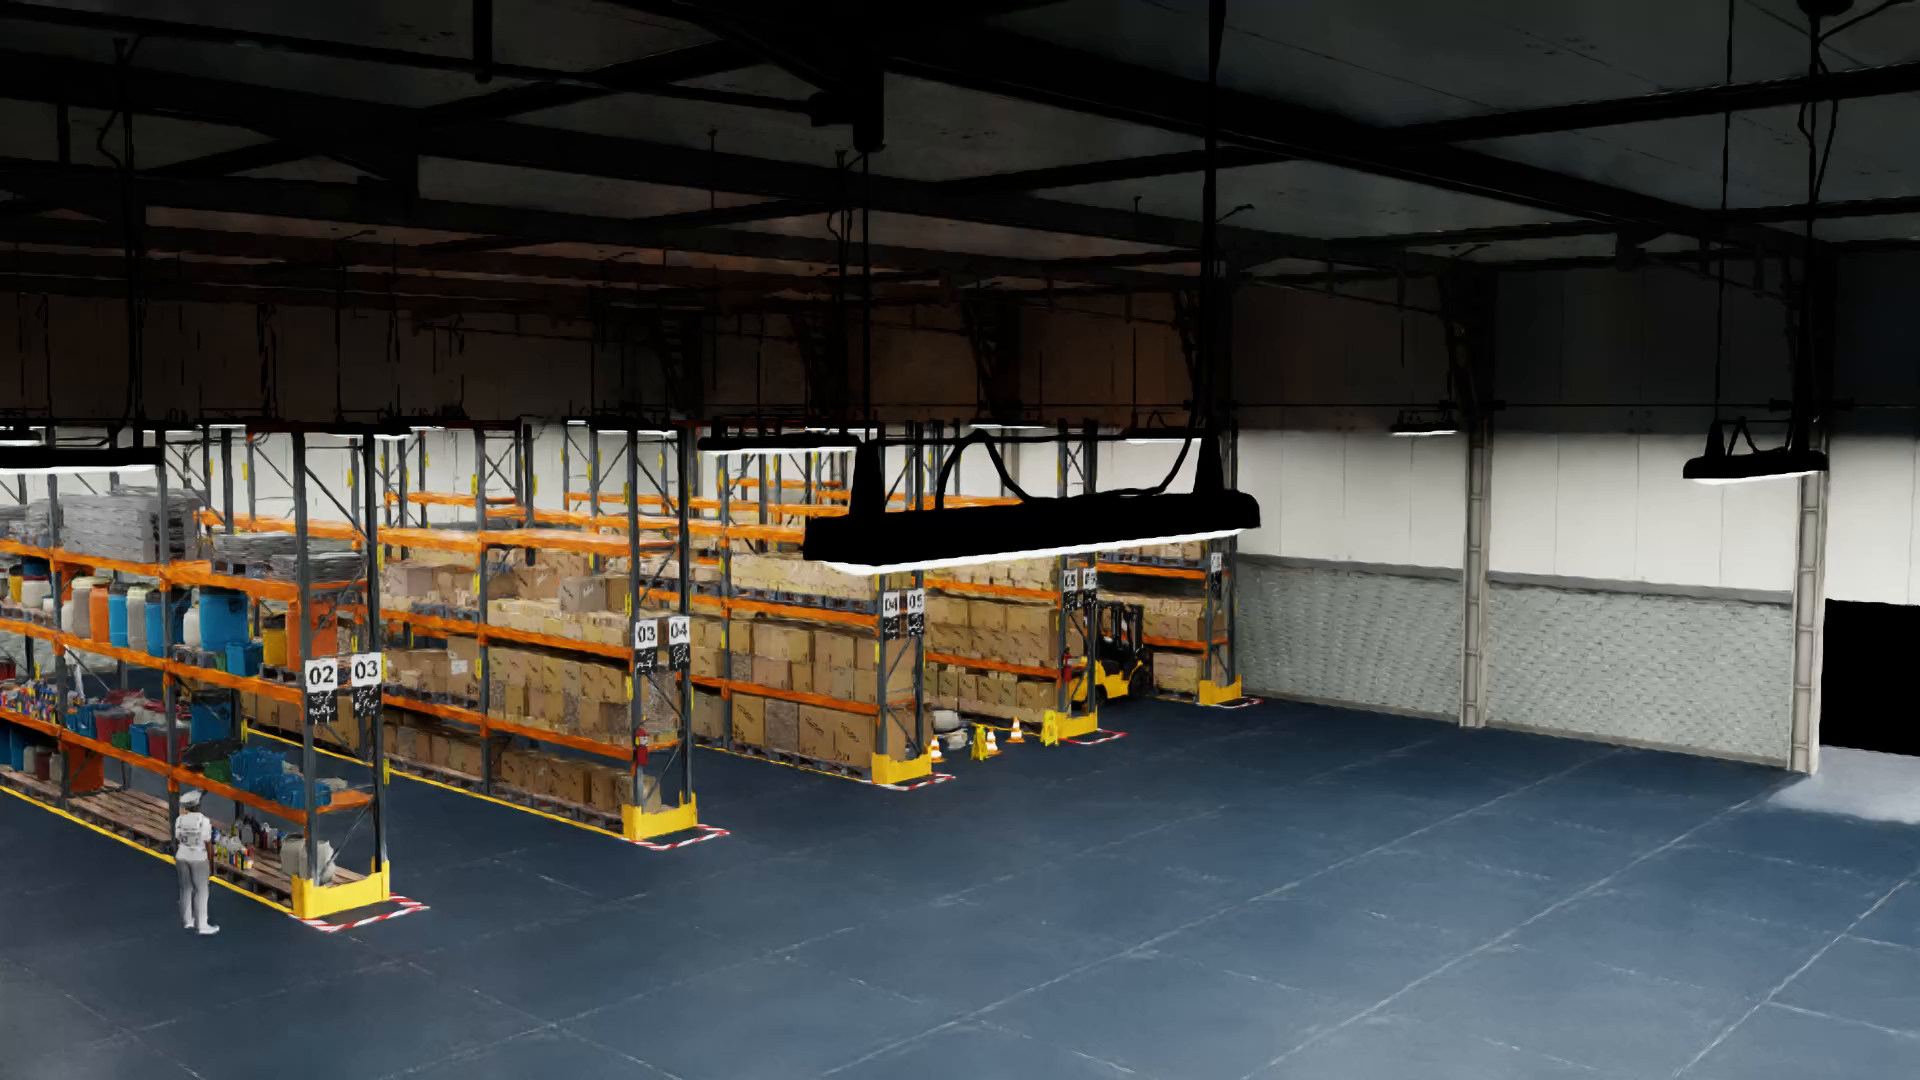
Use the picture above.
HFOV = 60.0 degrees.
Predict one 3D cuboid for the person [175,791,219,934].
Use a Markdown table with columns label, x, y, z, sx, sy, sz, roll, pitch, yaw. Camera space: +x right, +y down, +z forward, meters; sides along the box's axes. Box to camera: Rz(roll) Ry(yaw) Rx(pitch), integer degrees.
| label | x | y | z | sx | sy | sz | roll | pitch | yaw |
| --- | --- | --- | --- | --- | --- | --- | --- | --- | --- |
| person | -9.162 | 3.854 | 19.941 | 0.507 | 1.678 | 0.416 | 1 | 5 | 11 |

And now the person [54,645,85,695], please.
| label | x | y | z | sx | sy | sz | roll | pitch | yaw |
| --- | --- | --- | --- | --- | --- | --- | --- | --- | --- |
| person | -18.949 | 2.588 | 35.320 | 1.115 | 1.700 | 0.543 | 5 | 6 | 44 |
